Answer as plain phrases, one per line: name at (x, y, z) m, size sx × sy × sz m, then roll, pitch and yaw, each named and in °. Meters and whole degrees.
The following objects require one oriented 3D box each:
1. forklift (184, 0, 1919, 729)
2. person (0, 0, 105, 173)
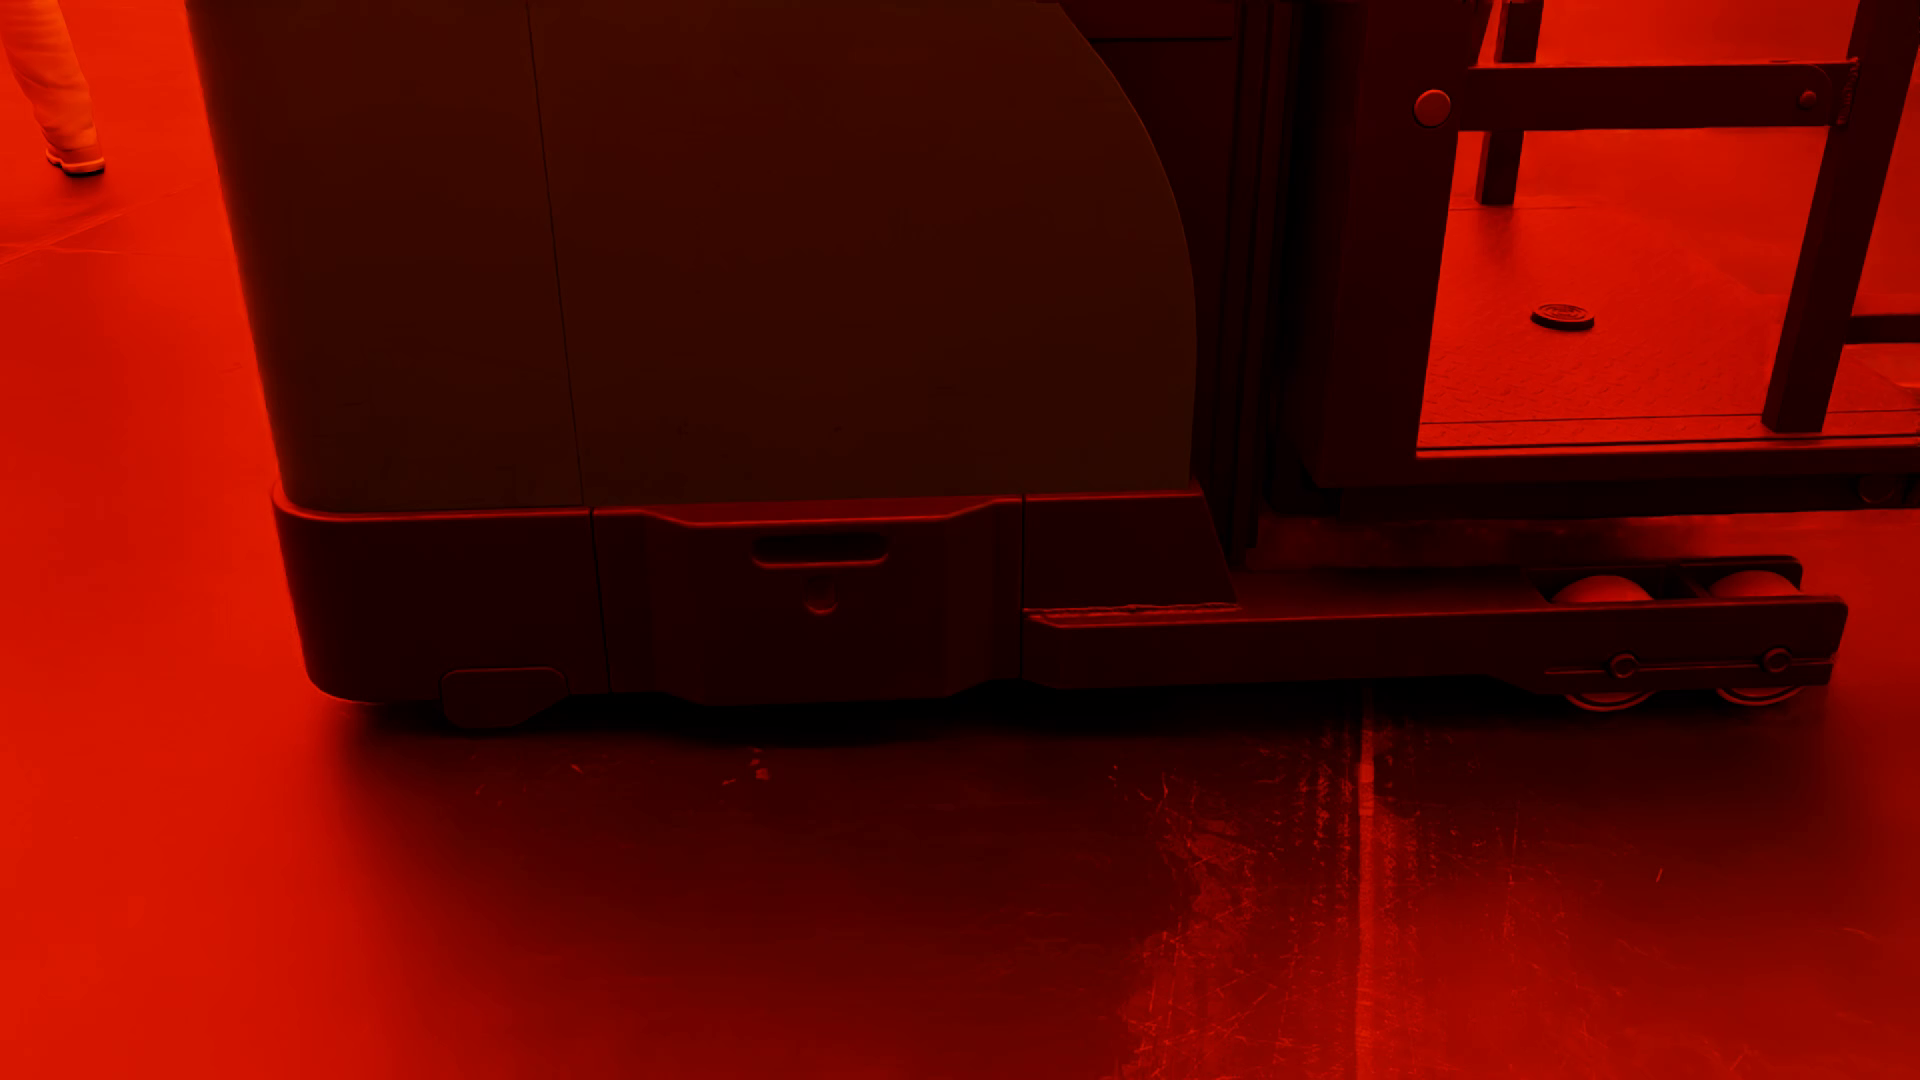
forklift at (0.681, -1.332, 1.886) m, size 3.031 × 2.935 × 1.130 m, roll -2°, pitch 27°, yaw -4°
person at (-2.496, -1.716, 3.960) m, size 0.443 × 1.747 × 0.600 m, roll 19°, pitch 33°, yaw 33°
